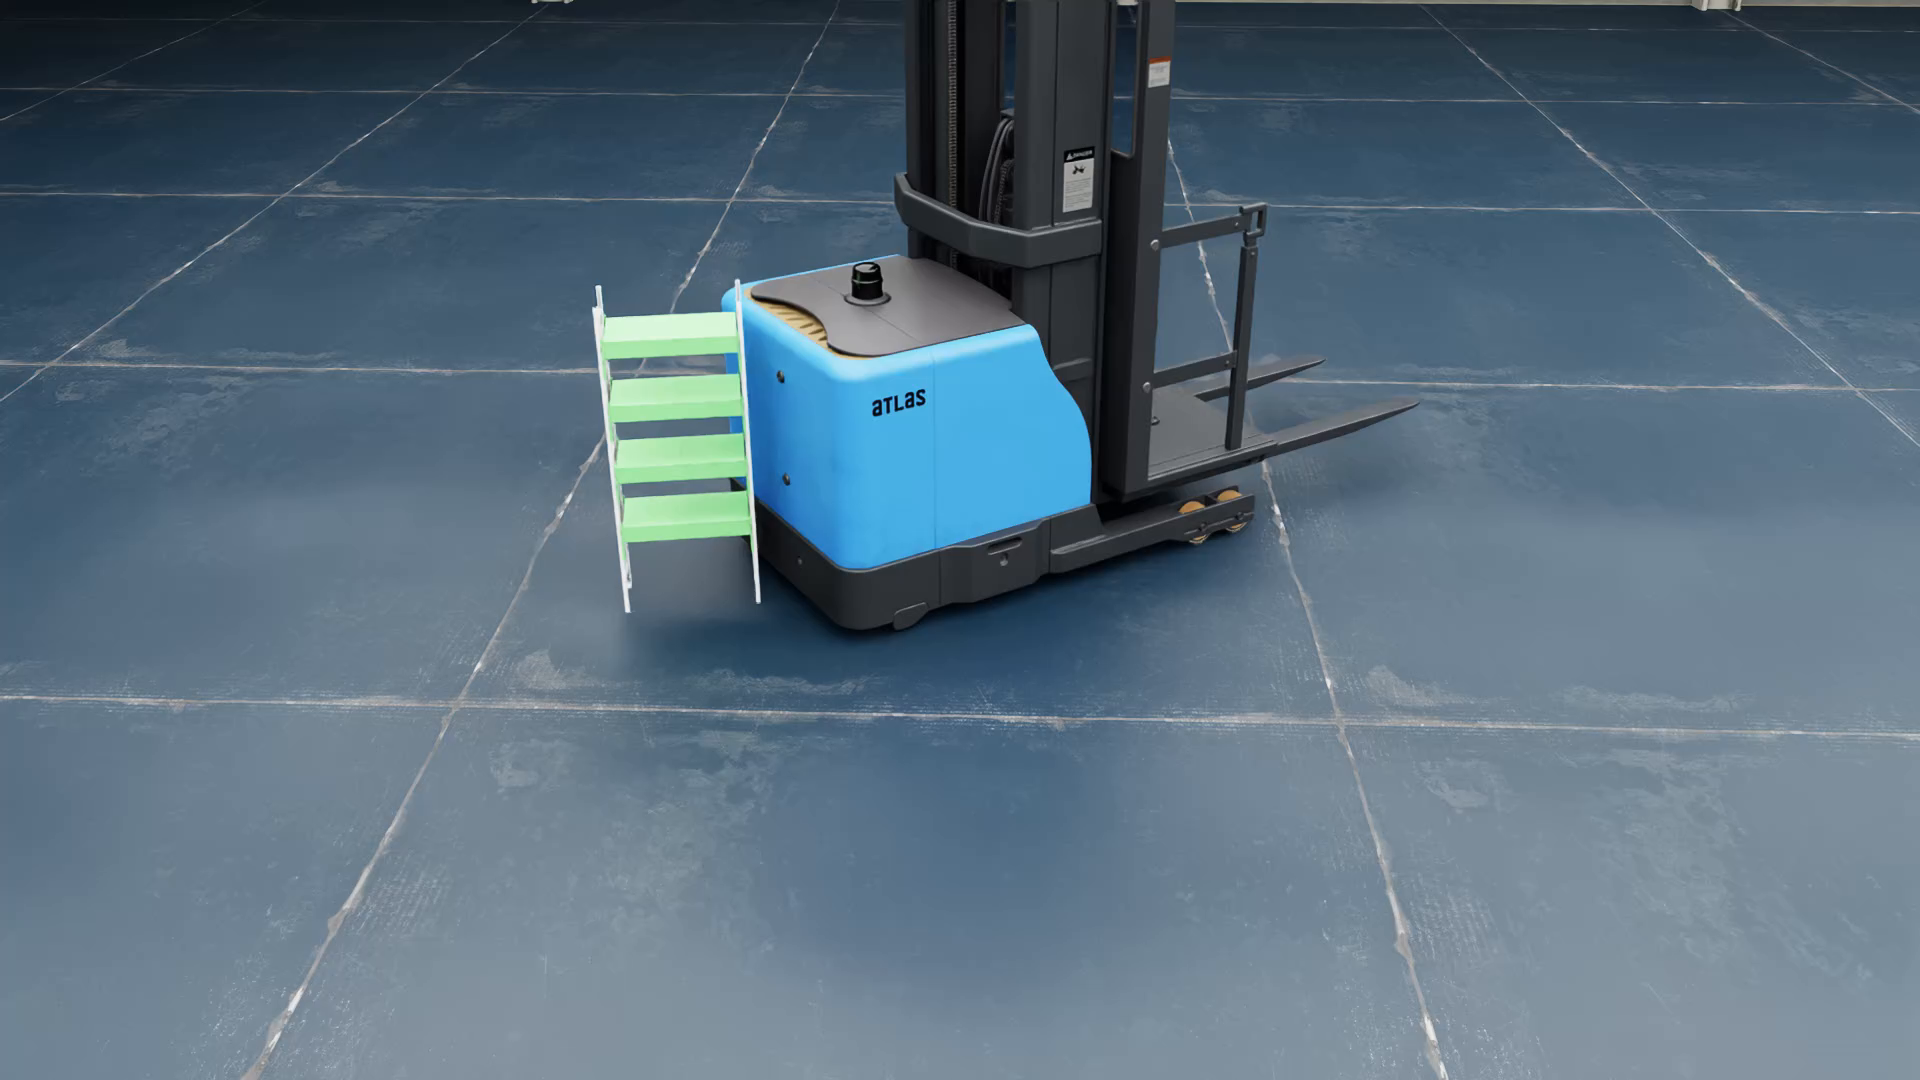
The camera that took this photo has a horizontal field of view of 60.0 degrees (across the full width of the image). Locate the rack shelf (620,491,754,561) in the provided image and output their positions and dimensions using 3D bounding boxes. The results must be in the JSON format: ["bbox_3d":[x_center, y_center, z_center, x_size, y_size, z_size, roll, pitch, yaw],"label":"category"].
[{"bbox_3d":[-1.021,-0.060,6.231,0.480,0.148,0.258,-4,28,-7],"label":"rack shelf"}]

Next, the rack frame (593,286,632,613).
[{"bbox_3d":[-1.262,-0.313,6.059,0.015,1.200,0.240,-4,28,-7],"label":"rack frame"}]

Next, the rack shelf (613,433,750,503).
[{"bbox_3d":[-1.021,-0.272,6.119,0.480,0.148,0.258,-4,28,-7],"label":"rack shelf"}]

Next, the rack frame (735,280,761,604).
[{"bbox_3d":[-0.779,-0.345,6.119,0.015,1.200,0.240,-4,28,-7],"label":"rack frame"}]

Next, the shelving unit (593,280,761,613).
[{"bbox_3d":[-1.021,-0.329,6.089,0.503,1.200,0.258,-4,28,-7],"label":"shelving unit"}]

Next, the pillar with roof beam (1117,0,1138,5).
[{"bbox_3d":[1.592,-7.516,11.320,0.400,9.000,9.100,1,28,2],"label":"pillar with roof beam"}]

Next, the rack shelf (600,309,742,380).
[{"bbox_3d":[-1.021,-0.696,5.894,0.480,0.148,0.258,-4,28,-7],"label":"rack shelf"}]

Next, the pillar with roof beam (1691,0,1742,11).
[{"bbox_3d":[7.588,-7.416,11.133,0.400,9.000,9.100,1,28,2],"label":"pillar with roof beam"}]

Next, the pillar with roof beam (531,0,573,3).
[{"bbox_3d":[-4.404,-7.615,11.507,0.400,9.000,9.100,1,28,2],"label":"pillar with roof beam"}]

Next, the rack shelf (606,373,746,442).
[{"bbox_3d":[-1.021,-0.484,6.006,0.480,0.148,0.258,-4,28,-7],"label":"rack shelf"}]

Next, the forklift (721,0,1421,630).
[{"bbox_3d":[0.608,-1.474,6.401,3.031,2.935,1.130,-16,32,-28],"label":"forklift"}]
